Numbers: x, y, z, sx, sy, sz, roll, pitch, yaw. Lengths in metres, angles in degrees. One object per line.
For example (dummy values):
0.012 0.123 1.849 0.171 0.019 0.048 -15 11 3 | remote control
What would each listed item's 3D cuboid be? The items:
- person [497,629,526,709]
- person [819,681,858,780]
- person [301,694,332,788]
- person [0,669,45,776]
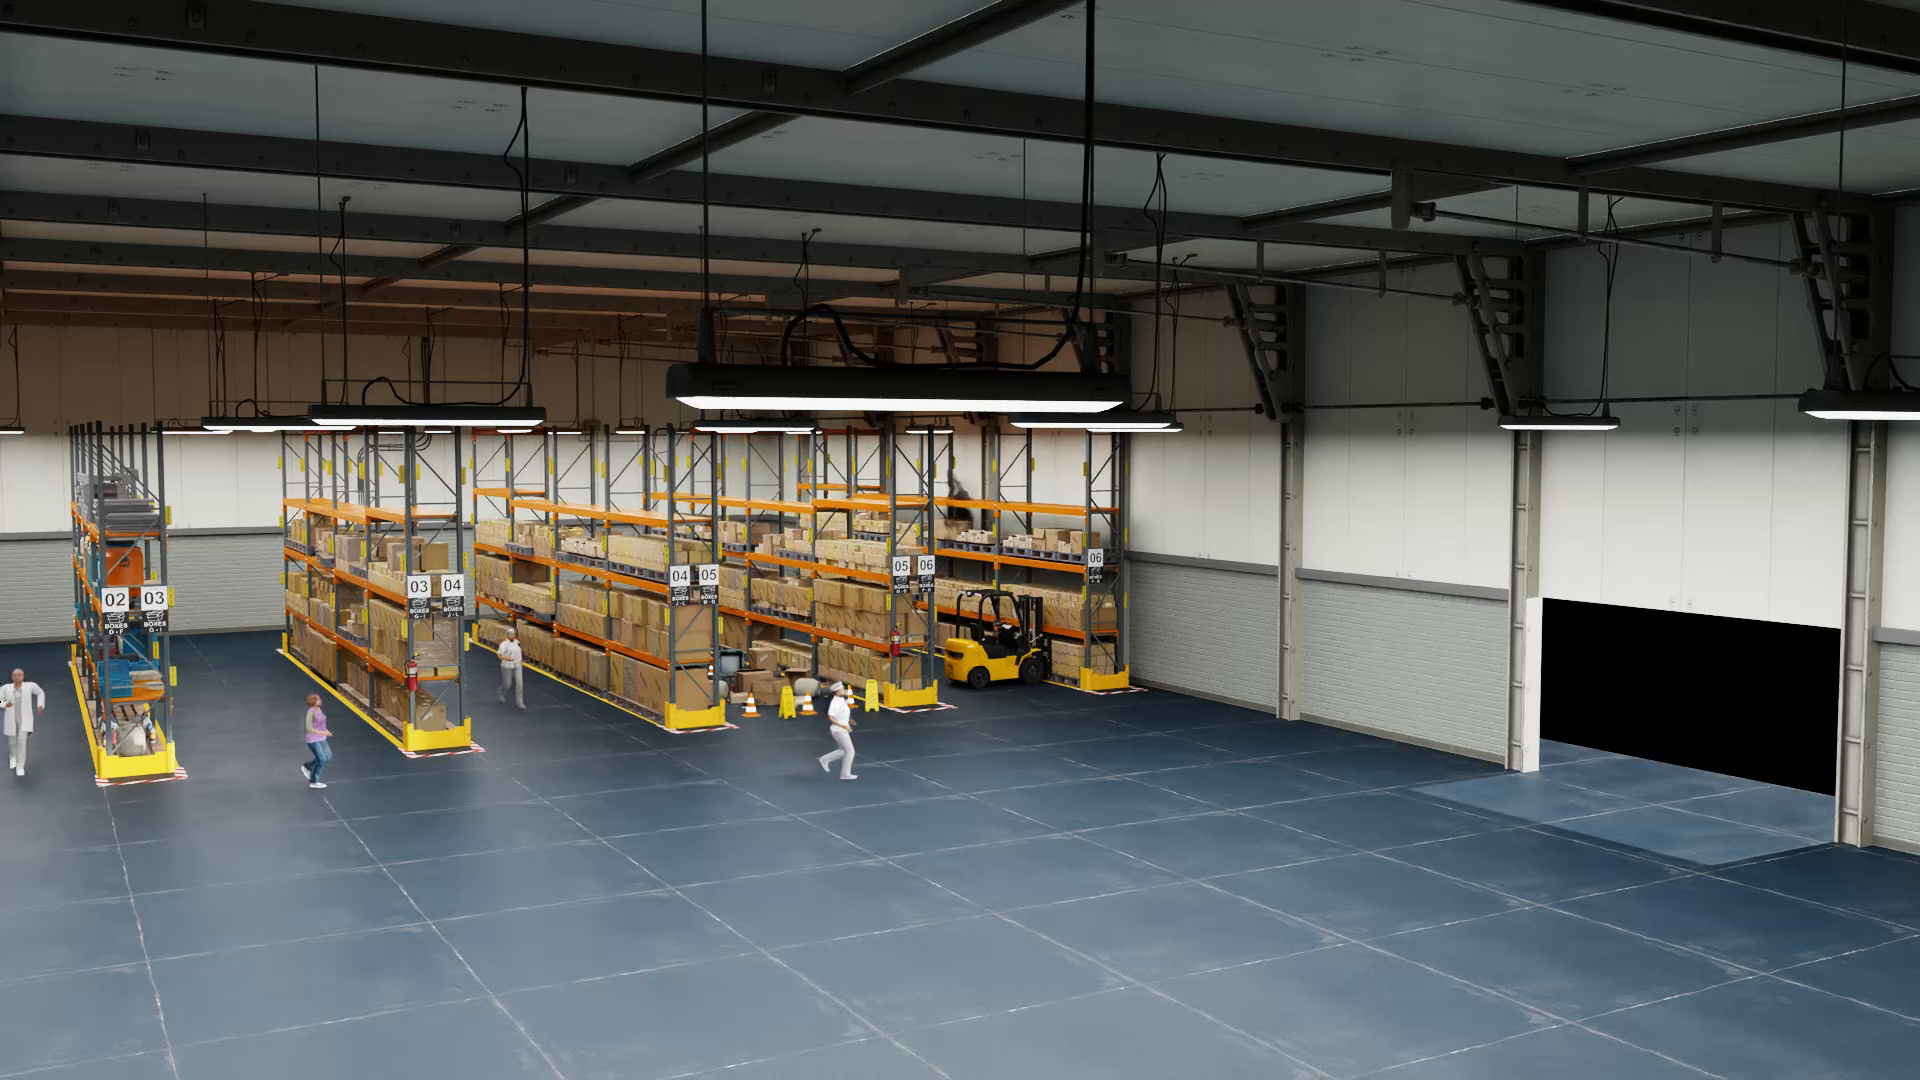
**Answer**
-9.520 2.711 35.240 0.613 1.669 0.930 -3 5 -42 | person
-2.039 3.180 27.788 0.647 1.643 0.579 0 4 4 | person
-10.505 3.271 27.110 0.567 1.556 0.559 0 4 2 | person
-16.007 3.064 28.295 0.743 1.743 1.117 -1 4 -22 | person
